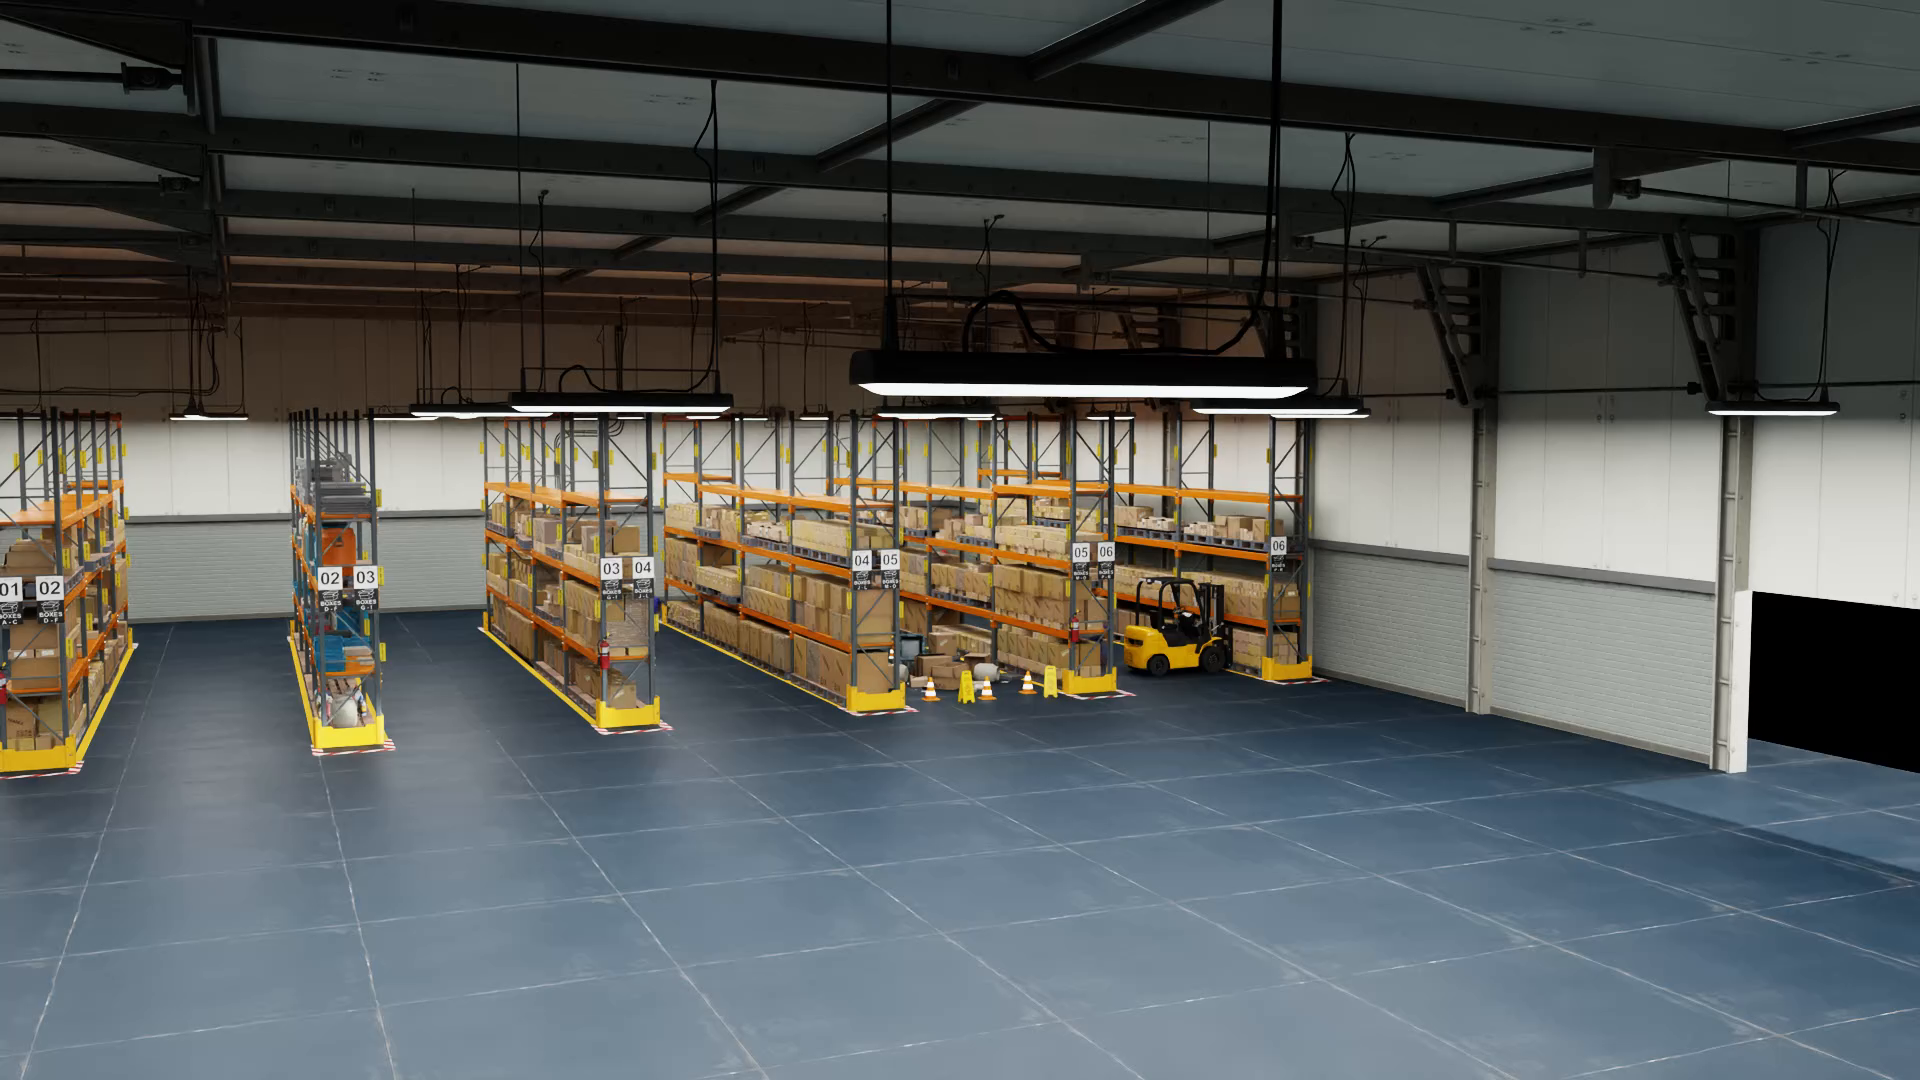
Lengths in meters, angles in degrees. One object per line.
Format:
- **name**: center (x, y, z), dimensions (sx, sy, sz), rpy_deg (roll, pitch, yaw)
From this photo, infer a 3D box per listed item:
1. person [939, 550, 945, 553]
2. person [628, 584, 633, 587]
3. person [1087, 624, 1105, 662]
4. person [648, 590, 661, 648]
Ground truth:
- **person**: center (-0.535, 1.168, 52.563), dimensions (1.075, 1.748, 0.491), rpy_deg (-2, 4, -23)
- **person**: center (-9.780, 1.331, 50.259), dimensions (1.010, 1.751, 0.632), rpy_deg (-4, 5, -43)
- **person**: center (3.287, 2.157, 39.928), dimensions (0.576, 1.554, 0.742), rpy_deg (-2, 4, -25)
- **person**: center (-7.836, 2.043, 42.149), dimensions (0.524, 1.464, 0.736), rpy_deg (-1, 4, -12)
